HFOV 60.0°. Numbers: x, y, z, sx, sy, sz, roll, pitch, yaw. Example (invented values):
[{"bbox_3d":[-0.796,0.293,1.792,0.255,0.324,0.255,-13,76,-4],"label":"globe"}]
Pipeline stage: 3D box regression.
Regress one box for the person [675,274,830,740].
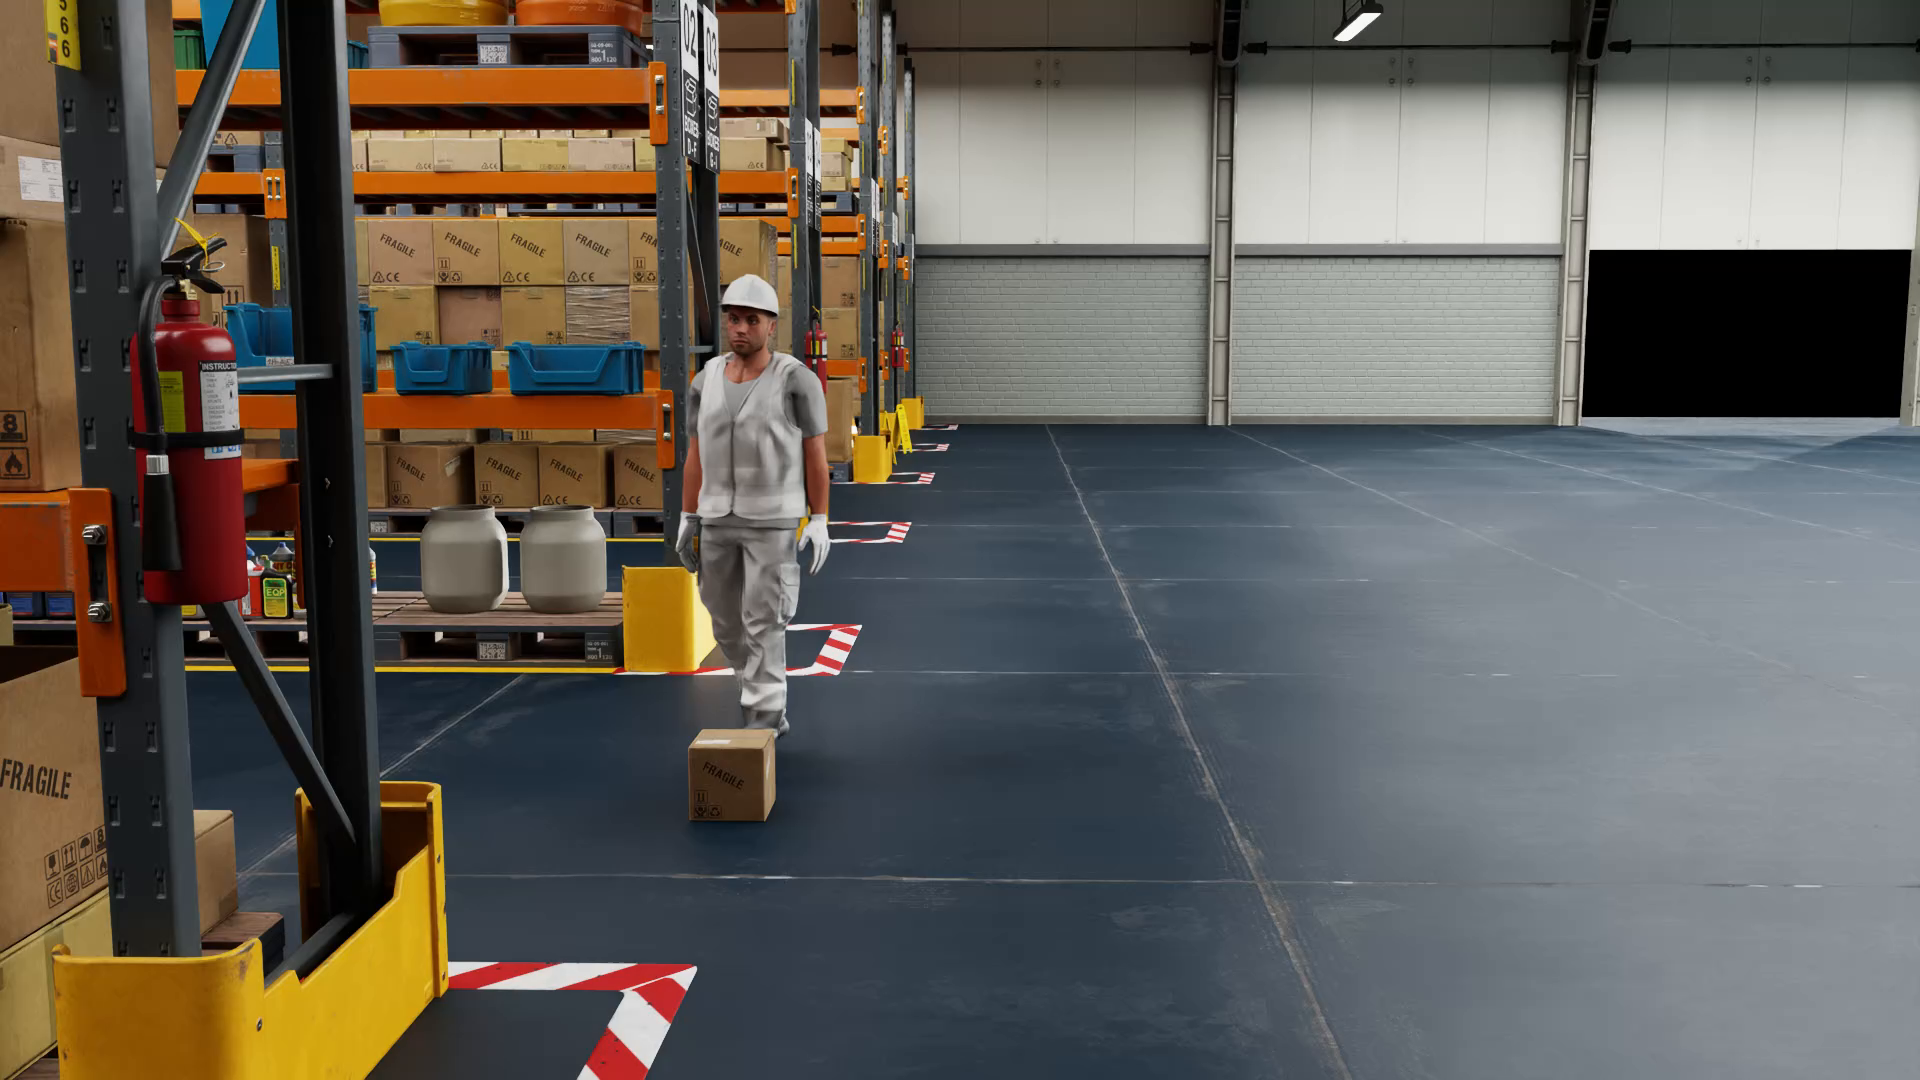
[{"bbox_3d":[-0.738,-0.045,5.969,0.563,1.795,0.669,3,8,20],"label":"person"}]
